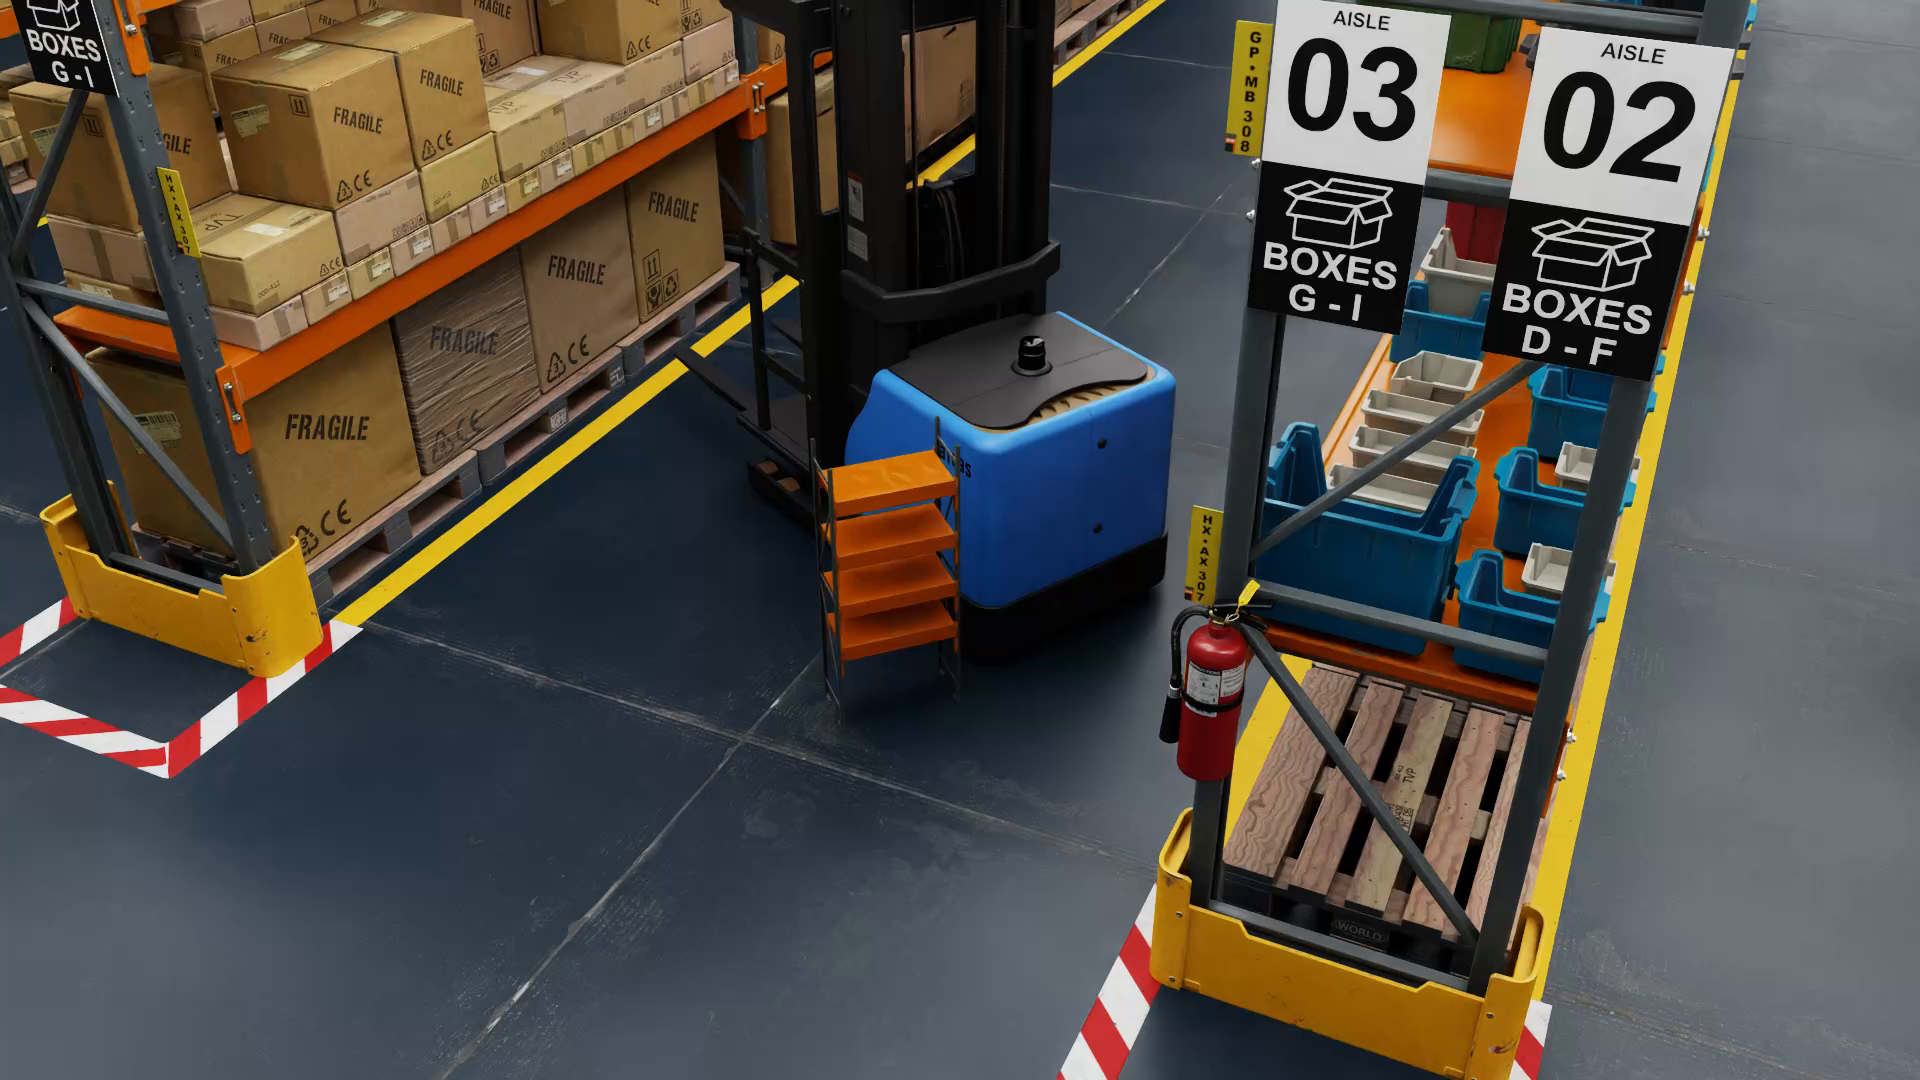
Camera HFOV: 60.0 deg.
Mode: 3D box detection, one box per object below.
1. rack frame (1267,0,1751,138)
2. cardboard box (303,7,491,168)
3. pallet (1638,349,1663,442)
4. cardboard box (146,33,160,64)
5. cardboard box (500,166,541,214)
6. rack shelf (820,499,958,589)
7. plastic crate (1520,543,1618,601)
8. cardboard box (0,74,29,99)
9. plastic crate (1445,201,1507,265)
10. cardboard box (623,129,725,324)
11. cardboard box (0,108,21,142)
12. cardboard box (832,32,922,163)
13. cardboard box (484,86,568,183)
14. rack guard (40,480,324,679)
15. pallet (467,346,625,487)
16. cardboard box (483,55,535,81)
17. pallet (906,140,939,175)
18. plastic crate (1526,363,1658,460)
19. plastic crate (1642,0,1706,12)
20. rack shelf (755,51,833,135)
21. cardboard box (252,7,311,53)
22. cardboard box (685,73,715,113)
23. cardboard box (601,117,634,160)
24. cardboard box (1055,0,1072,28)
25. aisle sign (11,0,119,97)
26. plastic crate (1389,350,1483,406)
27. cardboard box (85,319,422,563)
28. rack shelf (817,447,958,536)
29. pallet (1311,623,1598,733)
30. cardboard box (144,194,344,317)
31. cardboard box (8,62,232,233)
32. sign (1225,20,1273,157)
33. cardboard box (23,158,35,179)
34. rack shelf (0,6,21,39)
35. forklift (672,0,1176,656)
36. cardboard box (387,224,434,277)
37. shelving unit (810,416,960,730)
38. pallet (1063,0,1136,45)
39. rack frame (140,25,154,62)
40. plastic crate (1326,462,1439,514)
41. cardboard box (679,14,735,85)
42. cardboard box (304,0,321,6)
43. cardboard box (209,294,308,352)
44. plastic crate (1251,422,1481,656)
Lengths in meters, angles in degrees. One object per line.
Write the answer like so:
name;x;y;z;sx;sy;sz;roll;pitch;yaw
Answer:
rack frame;1.212;-2.273;3.010;1.000;3.000;0.127;14;36;20
cardboard box;-2.420;-1.962;7.188;0.500;0.500;0.500;13;35;19
pallet;3.247;-0.965;9.030;1.003;0.211;1.213;14;36;20
cardboard box;-5.995;-3.638;12.459;0.500;0.500;0.500;13;36;20
cardboard box;-2.196;-1.663;7.780;0.380;0.149;0.250;13;36;19
rack shelf;-0.276;0.012;6.353;0.480;0.148;0.258;-11;35;-17
plastic crate;1.824;0.132;4.998;0.250;0.136;0.298;14;36;20
cardboard box;-6.577;-3.066;11.364;0.380;0.149;0.250;16;36;23
plastic crate;2.284;-1.421;7.069;0.402;0.464;0.583;14;36;20
cardboard box;-1.962;-1.870;9.421;0.875;0.875;0.875;14;36;20
cardboard box;-6.336;-2.703;10.811;0.380;0.149;0.250;15;36;22
cardboard box;-0.990;-2.949;11.066;1.225;0.875;0.875;13;35;19
cardboard box;-2.202;-1.911;7.794;0.500;0.250;0.500;13;36;20
rack guard;-3.296;0.156;7.055;1.175;0.500;0.348;14;36;20
pallet;-2.511;-0.756;8.711;1.003;0.211;1.213;14;36;20
cardboard box;-2.471;-2.275;8.349;0.500;0.250;0.500;15;36;22
pallet;-0.849;-2.738;11.734;1.003;0.211;1.213;14;36;20
plastic crate;2.166;-0.423;5.757;0.416;0.233;0.300;14;36;20
plastic crate;2.101;-1.691;4.914;0.504;0.338;0.767;14;36;20
rack shelf;-0.776;-3.588;11.143;1.077;0.370;4.000;14;36;20
cardboard box;-5.306;-3.783;12.680;0.500;0.500;0.500;16;36;23
cardboard box;-1.551;-2.432;8.953;0.380;0.149;0.250;15;36;21
cardboard box;-1.873;-2.048;8.367;0.380;0.149;0.250;15;36;21
cardboard box;0.543;-4.641;13.971;0.700;0.500;0.500;11;35;17
aisle sign;-3.044;-1.883;5.516;0.394;0.787;0.004;14;36;20
plastic crate;1.725;-0.564;6.061;0.298;0.136;0.250;14;36;20
cardboard box;-3.091;-0.525;7.370;0.875;0.875;0.875;14;36;20
rack shelf;-0.276;-0.186;6.223;0.480;0.148;0.258;-11;35;-17
pallet;2.104;0.394;6.956;1.003;0.211;1.213;14;36;20
cardboard box;-2.840;-1.140;6.618;0.500;0.250;0.500;13;36;19
cardboard box;-3.321;-1.579;6.604;0.500;0.500;0.500;15;36;21
sign;0.706;-1.093;4.042;0.100;0.325;0.005;14;36;20
cardboard box;-6.167;-2.535;11.097;0.380;0.149;0.250;13;35;19
rack shelf;-6.912;-2.784;9.917;1.077;0.370;4.000;14;36;20
forklift;-0.371;-1.501;7.366;1.130;2.935;3.031;-22;39;-30
cardboard box;-2.517;-1.283;7.200;0.380;0.149;0.250;14;36;20
shelving unit;-0.276;0.142;6.439;0.503;1.200;0.258;-11;35;-17
pallet;0.901;-4.713;14.746;1.003;0.211;1.213;14;36;20
rack frame;-6.076;-4.081;11.239;1.000;3.000;0.127;14;36;20
plastic crate;1.389;-0.127;5.394;0.396;0.136;0.243;14;36;20
cardboard box;-1.559;-2.675;8.959;0.500;0.250;0.500;14;36;20
cardboard box;-5.088;-4.351;12.863;0.500;0.250;0.500;16;36;22
cardboard box;-2.838;-0.897;6.611;0.380;0.149;0.250;15;36;21
plastic crate;1.183;-0.014;4.949;0.616;0.435;0.499;14;36;20
